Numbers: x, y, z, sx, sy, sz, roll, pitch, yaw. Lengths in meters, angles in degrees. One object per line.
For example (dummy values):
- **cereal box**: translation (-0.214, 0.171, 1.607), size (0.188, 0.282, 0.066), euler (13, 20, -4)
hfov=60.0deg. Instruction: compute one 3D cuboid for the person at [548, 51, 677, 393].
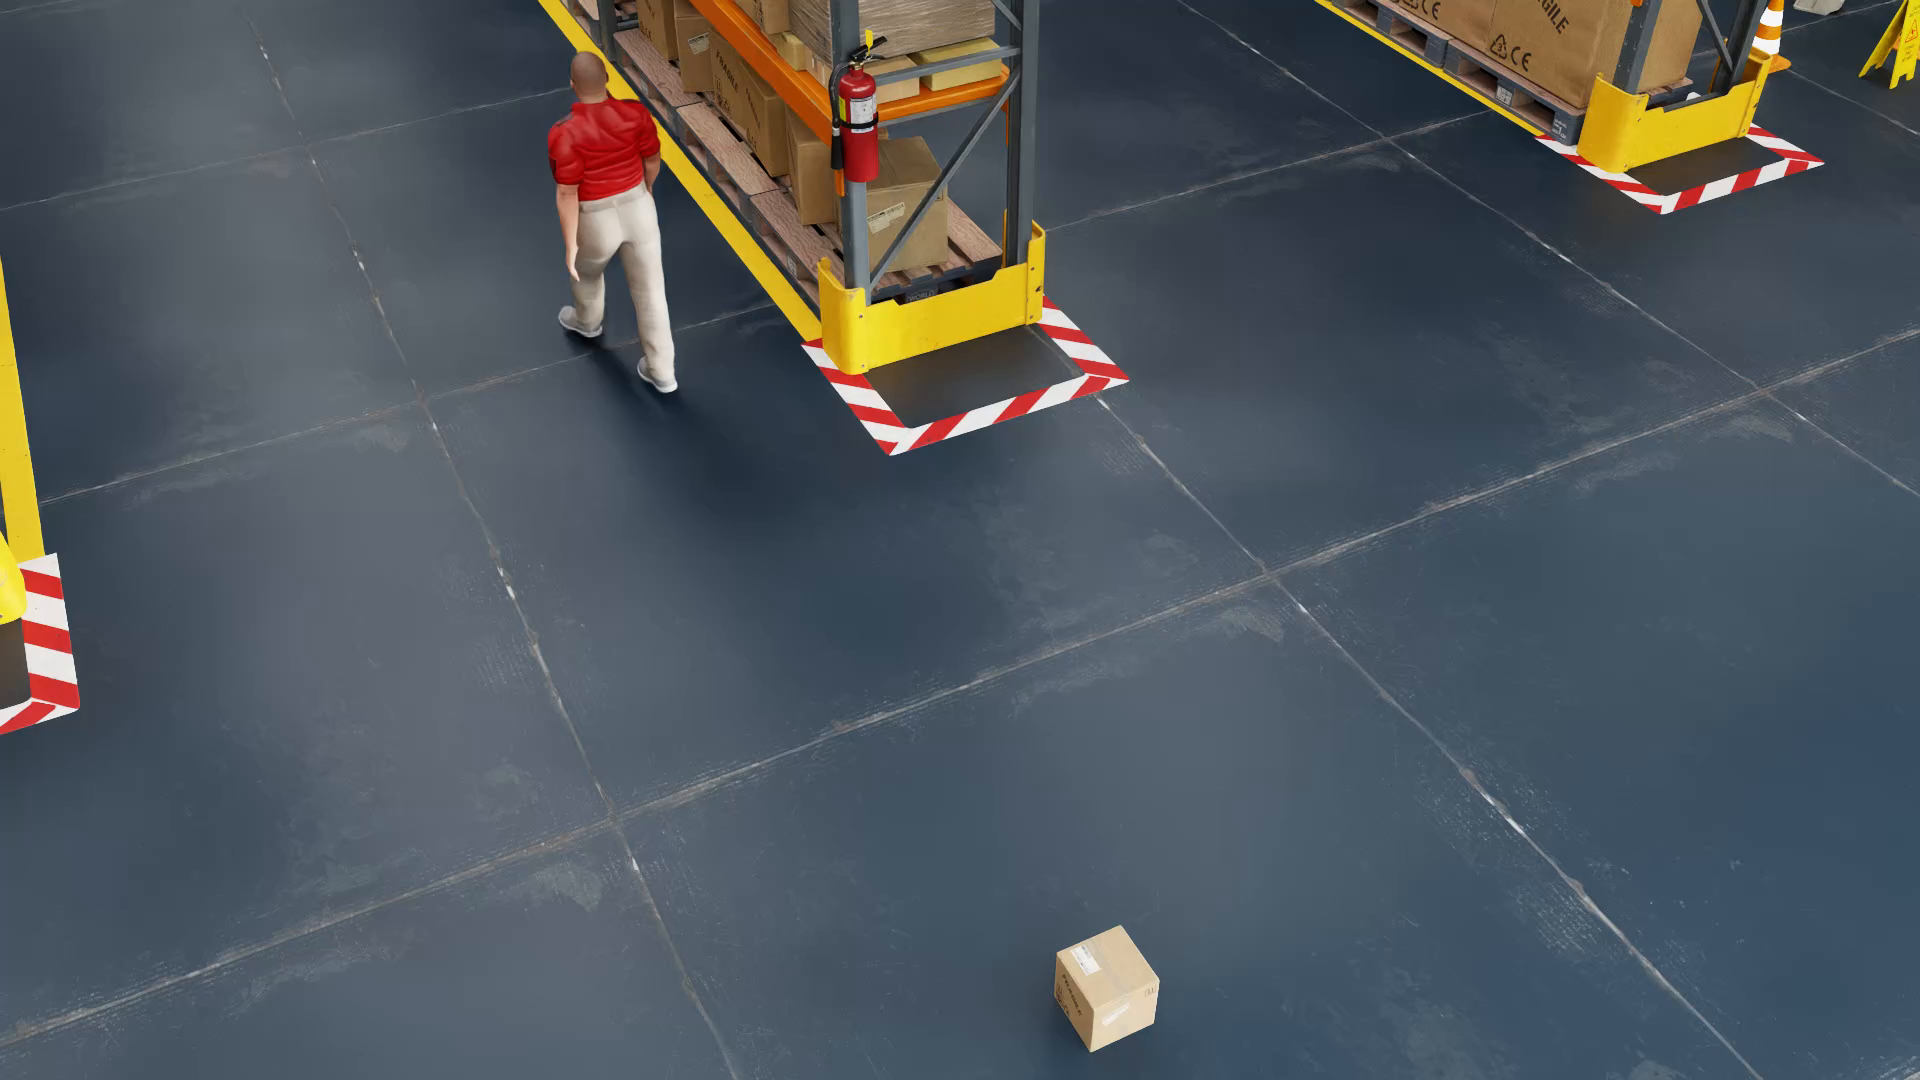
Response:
- **person**: translation (-1.704, -1.602, 7.993), size (0.573, 1.679, 0.958), euler (-18, 44, -20)
